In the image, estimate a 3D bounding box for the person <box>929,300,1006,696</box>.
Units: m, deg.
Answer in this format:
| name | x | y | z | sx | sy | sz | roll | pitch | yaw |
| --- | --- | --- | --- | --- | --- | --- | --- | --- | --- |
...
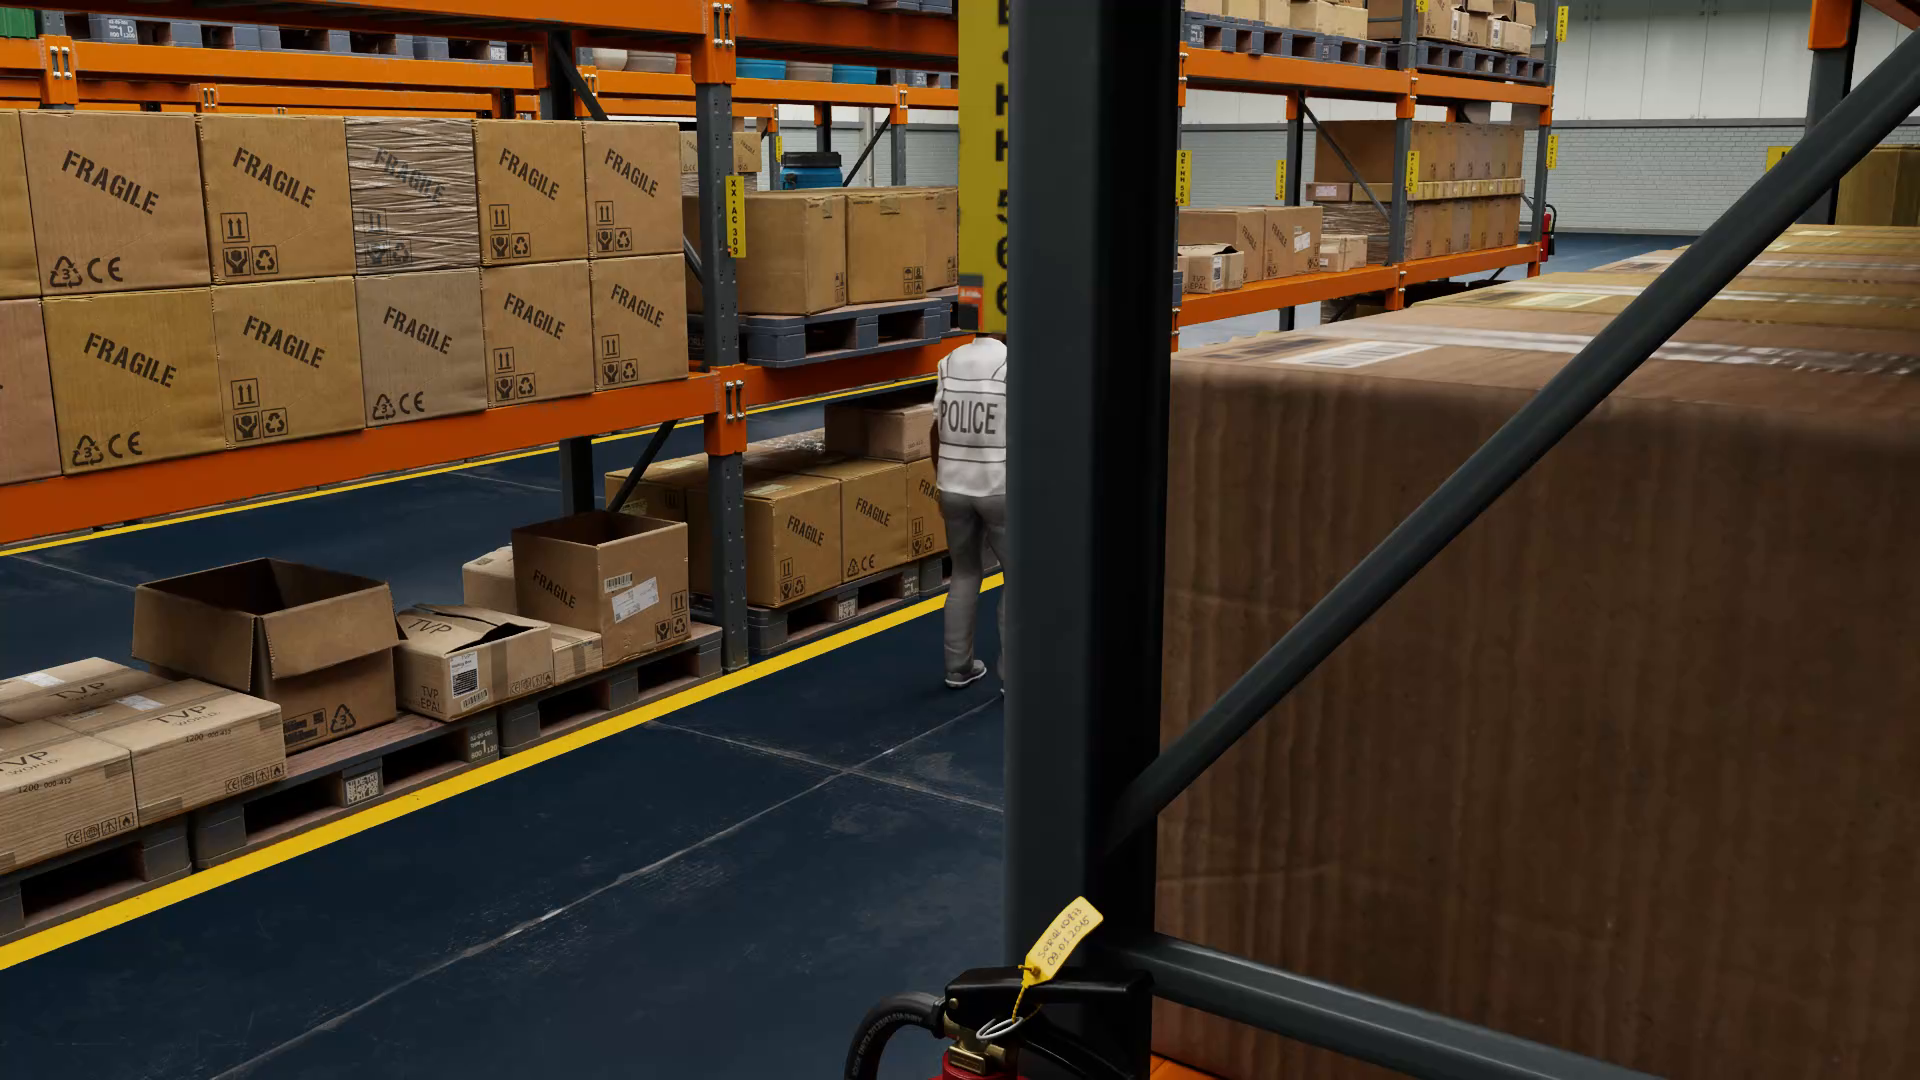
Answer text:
| name | x | y | z | sx | sy | sz | roll | pitch | yaw |
| --- | --- | --- | --- | --- | --- | --- | --- | --- | --- |
| person | 0.121 | -0.190 | 6.808 | 0.513 | 1.656 | 0.395 | 7 | 15 | 28 |
